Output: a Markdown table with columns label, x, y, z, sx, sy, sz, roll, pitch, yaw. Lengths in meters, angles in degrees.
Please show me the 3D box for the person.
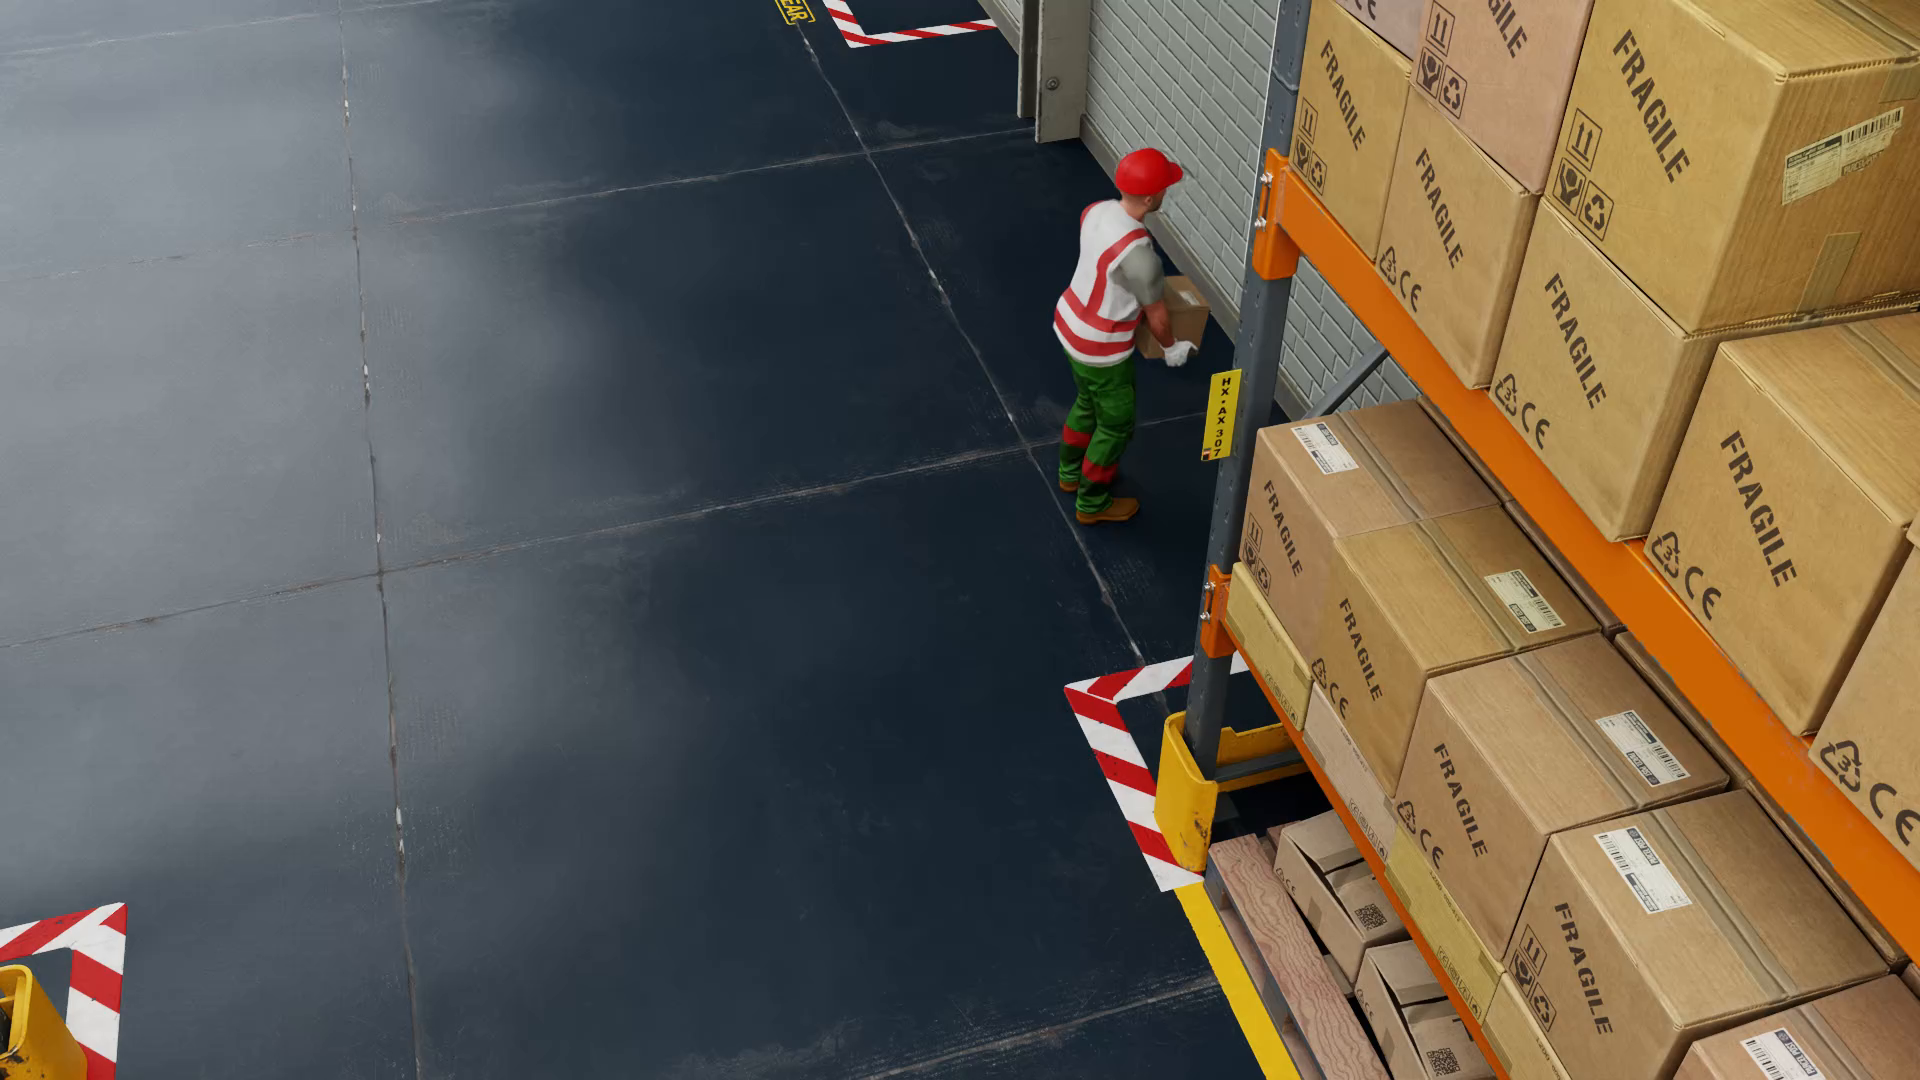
| label | x | y | z | sx | sy | sz | roll | pitch | yaw |
| --- | --- | --- | --- | --- | --- | --- | --- | --- | --- |
| person | 0.696 | -0.871 | 7.134 | 0.583 | 1.760 | 0.491 | -13 | 43 | -14 |
